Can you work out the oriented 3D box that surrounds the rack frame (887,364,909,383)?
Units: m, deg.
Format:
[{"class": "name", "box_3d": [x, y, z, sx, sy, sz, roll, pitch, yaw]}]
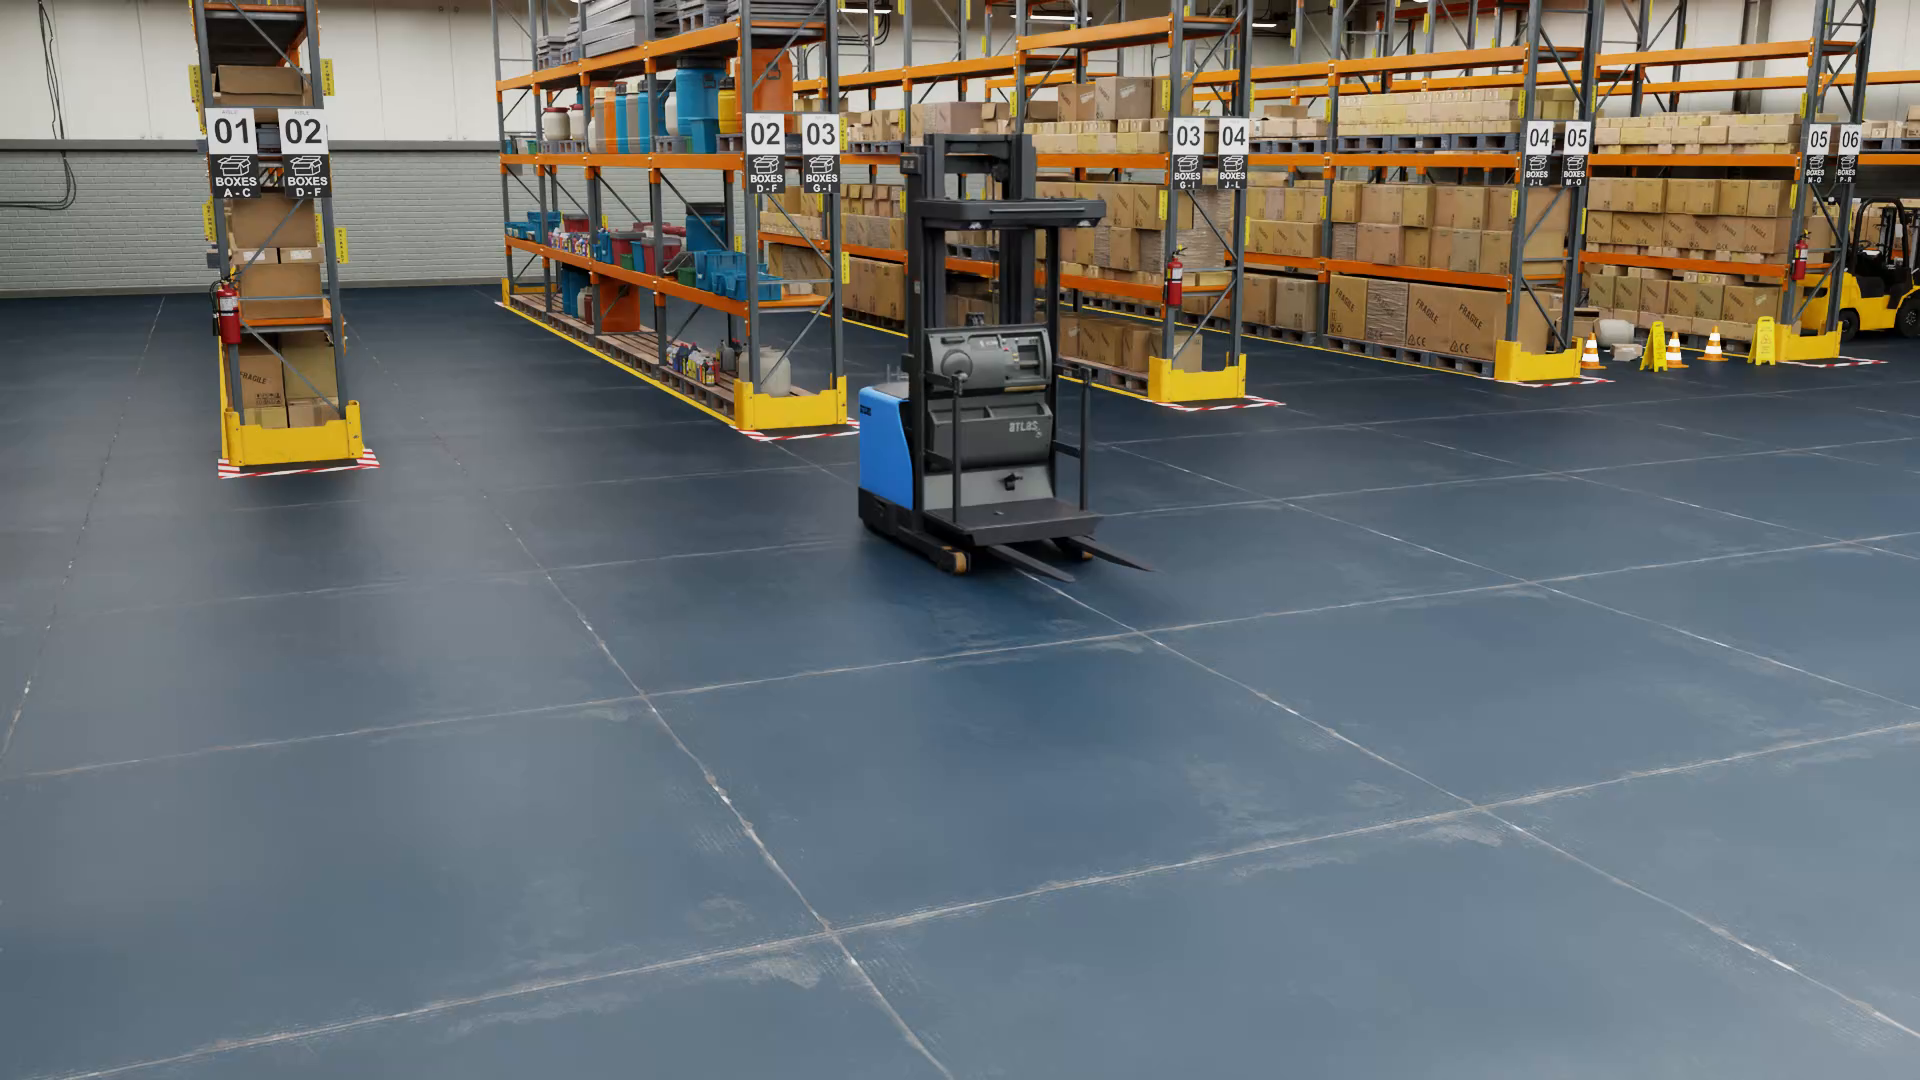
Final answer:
[{"class": "rack frame", "box_3d": [-0.455, -0.799, 13.160, 0.240, 1.200, 0.006, -6, 14, -25]}]

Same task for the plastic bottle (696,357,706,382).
[{"class": "plastic bottle", "box_3d": [-2.986, -1.985, 19.361, 0.152, 0.276, 0.135, -6, 14, -25]}]

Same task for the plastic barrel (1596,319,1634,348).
[{"class": "plastic barrel", "box_3d": [9.686, -3.052, 24.619, 0.512, 0.421, 0.421, 4, 14, 16]}]

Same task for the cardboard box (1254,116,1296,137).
[{"class": "cardboard box", "box_3d": [4.900, -6.389, 25.717, 0.500, 0.311, 0.500, -6, 14, -25]}]

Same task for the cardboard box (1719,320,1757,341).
[{"class": "cardboard box", "box_3d": [11.321, -3.030, 23.977, 0.500, 0.250, 0.500, -6, 14, -23]}]

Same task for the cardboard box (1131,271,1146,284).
[{"class": "cardboard box", "box_3d": [2.270, -3.139, 19.837, 0.380, 0.149, 0.250, -6, 14, -23]}]

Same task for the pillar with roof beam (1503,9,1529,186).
[{"class": "pillar with roof beam", "box_3d": [8.243, -9.705, 34.345, 9.100, 9.000, 0.548, -6, 14, -23]}]

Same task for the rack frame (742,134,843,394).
[{"class": "rack frame", "box_3d": [-1.718, -2.675, 17.276, 1.000, 3.000, 0.127, -6, 14, -23]}]

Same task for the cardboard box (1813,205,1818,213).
[{"class": "cardboard box", "box_3d": [14.901, -5.750, 28.900, 0.380, 0.149, 0.250, -6, 14, -24]}]

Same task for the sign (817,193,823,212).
[{"class": "sign", "box_3d": [-2.494, -6.012, 29.596, 0.100, 0.325, 0.005, -6, 14, -23]}]

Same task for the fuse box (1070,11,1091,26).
[{"class": "fuse box", "box_3d": [2.990, -12.939, 41.223, 0.513, 0.334, 0.176, -6, 14, -23]}]

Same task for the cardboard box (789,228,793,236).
[{"class": "cardboard box", "box_3d": [-3.025, -5.831, 31.468, 0.380, 0.149, 0.250, -5, 14, -22]}]

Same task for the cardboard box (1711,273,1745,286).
[{"class": "cardboard box", "box_3d": [11.132, -3.776, 24.096, 0.380, 0.149, 0.250, -5, 14, -21]}]

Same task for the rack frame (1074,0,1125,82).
[{"class": "rack frame", "box_3d": [2.599, -8.951, 31.089, 1.000, 3.000, 0.127, -6, 14, -23]}]

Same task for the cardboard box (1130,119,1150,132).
[{"class": "cardboard box", "box_3d": [2.217, -4.845, 19.448, 0.380, 0.149, 0.250, -6, 14, -25]}]

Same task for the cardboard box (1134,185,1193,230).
[{"class": "cardboard box", "box_3d": [2.374, -3.894, 19.445, 0.500, 0.500, 0.500, -6, 14, -23]}]

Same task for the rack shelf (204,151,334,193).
[{"class": "rack shelf", "box_3d": [-7.059, -3.753, 16.874, 1.077, 0.370, 4.000, -6, 14, -23]}]

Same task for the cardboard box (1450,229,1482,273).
[{"class": "cardboard box", "box_3d": [6.975, -3.807, 21.833, 0.875, 0.550, 0.550, -6, 14, -23]}]

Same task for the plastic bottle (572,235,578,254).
[{"class": "plastic bottle", "box_3d": [-5.933, -4.552, 25.645, 0.061, 0.283, 0.133, -6, 14, -23]}]

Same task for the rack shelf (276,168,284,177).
[{"class": "rack shelf", "box_3d": [-10.263, -5.405, 24.015, 1.077, 0.370, 4.000, -6, 14, -23]}]

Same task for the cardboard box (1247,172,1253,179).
[{"class": "cardboard box", "box_3d": [6.225, -7.653, 34.907, 0.380, 0.149, 0.250, -6, 14, -24]}]

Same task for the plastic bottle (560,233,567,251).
[{"class": "plastic bottle", "box_3d": [-6.317, -4.772, 26.613, 0.152, 0.276, 0.135, -6, 14, -23]}]

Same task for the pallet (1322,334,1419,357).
[{"class": "pallet", "box_3d": [6.036, -2.853, 24.230, 1.003, 0.211, 1.213, -6, 14, -23]}]

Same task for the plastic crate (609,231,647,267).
[{"class": "plastic crate", "box_3d": [-4.555, -3.998, 22.848, 0.402, 0.464, 0.583, -6, 14, -23]}]

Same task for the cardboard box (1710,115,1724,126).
[{"class": "cardboard box", "box_3d": [11.081, -6.061, 24.040, 0.380, 0.149, 0.250, -6, 14, -25]}]

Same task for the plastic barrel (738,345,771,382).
[{"class": "plastic barrel", "box_3d": [-2.252, -1.900, 18.514, 0.421, 0.512, 0.421, 0, 13, 0]}]

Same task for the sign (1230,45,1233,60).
[{"class": "sign", "box_3d": [5.995, -10.786, 36.767, 0.100, 0.325, 0.005, -6, 14, -23]}]

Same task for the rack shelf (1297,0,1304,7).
[{"class": "rack shelf", "box_3d": [7.895, -10.275, 31.033, 1.077, 0.370, 4.000, -6, 14, -23]}]

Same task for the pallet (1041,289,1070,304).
[{"class": "pallet", "box_3d": [2.297, -4.806, 32.666, 1.003, 0.211, 1.213, -6, 14, -23]}]

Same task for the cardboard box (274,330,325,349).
[{"class": "cardboard box", "box_3d": [-7.081, -2.002, 17.870, 0.500, 0.500, 0.500, -6, 14, -23]}]

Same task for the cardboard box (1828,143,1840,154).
[{"class": "cardboard box", "box_3d": [12.065, -5.454, 23.189, 0.380, 0.149, 0.250, -6, 14, -23]}]

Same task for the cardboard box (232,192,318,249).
[{"class": "cardboard box", "box_3d": [-6.454, -3.018, 15.657, 0.700, 0.500, 0.500, -6, 14, -23]}]

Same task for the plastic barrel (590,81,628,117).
[{"class": "plastic barrel", "box_3d": [-5.147, -6.321, 24.491, 0.600, 0.830, 0.708, -6, 14, -23]}]

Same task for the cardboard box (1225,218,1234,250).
[{"class": "cardboard box", "box_3d": [4.542, -4.925, 26.775, 0.500, 0.500, 0.500, -6, 14, -23]}]

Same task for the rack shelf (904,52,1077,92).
[{"class": "rack shelf", "box_3d": [0.417, -6.739, 24.014, 1.077, 0.370, 4.000, -6, 14, -23]}]

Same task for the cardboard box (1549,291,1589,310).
[{"class": "cardboard box", "box_3d": [10.086, -3.876, 27.363, 0.950, 0.372, 0.625, -5, 14, -22]}]

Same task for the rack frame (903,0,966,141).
[{"class": "rack frame", "box_3d": [-0.384, -7.698, 25.673, 1.000, 3.000, 0.127, -6, 14, -23]}]

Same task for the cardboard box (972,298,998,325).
[{"class": "cardboard box", "box_3d": [0.594, -3.290, 24.500, 0.700, 0.500, 0.500, -7, 15, -28]}]

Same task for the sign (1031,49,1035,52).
[{"class": "sign", "box_3d": [1.513, -10.356, 34.735, 0.100, 0.325, 0.005, -6, 14, -23]}]

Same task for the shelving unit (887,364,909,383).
[{"class": "shelving unit", "box_3d": [-0.416, -0.782, 13.079, 0.258, 1.200, 0.189, -6, 14, -25]}]

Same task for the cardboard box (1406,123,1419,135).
[{"class": "cardboard box", "box_3d": [6.247, -5.548, 22.441, 0.380, 0.149, 0.250, -5, 14, -22]}]

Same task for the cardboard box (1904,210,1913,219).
[{"class": "cardboard box", "box_3d": [15.333, -5.247, 26.727, 0.380, 0.149, 0.250, -6, 14, -24]}]

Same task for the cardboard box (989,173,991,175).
[{"class": "cardboard box", "box_3d": [0.933, -7.419, 34.675, 0.500, 0.500, 0.500, -6, 14, -23]}]

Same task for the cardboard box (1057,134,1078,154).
[{"class": "cardboard box", "box_3d": [1.570, -5.009, 21.038, 0.500, 0.250, 0.500, -6, 14, -25]}]

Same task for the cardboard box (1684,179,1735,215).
[{"class": "cardboard box", "box_3d": [11.002, -4.985, 24.159, 0.700, 0.500, 0.500, -6, 14, -24]}]

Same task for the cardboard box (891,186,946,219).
[{"class": "cardboard box", "box_3d": [-0.662, -5.465, 26.884, 0.797, 0.503, 0.637, -5, 14, -21]}]

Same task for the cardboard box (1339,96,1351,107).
[{"class": "cardboard box", "box_3d": [5.638, -6.251, 23.709, 0.380, 0.149, 0.250, -5, 14, -22]}]

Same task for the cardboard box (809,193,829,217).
[{"class": "cardboard box", "box_3d": [-2.415, -6.110, 30.125, 0.500, 0.500, 0.500, -5, 14, -21]}]

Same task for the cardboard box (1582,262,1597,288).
[{"class": "cardboard box", "box_3d": [12.686, -5.278, 33.137, 0.500, 0.500, 0.500, -6, 14, -24]}]

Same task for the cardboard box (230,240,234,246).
[{"class": "cardboard box", "box_3d": [-7.209, -2.975, 16.912, 0.380, 0.149, 0.250, -6, 14, -24]}]

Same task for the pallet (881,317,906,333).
[{"class": "pallet", "box_3d": [-0.631, -3.586, 27.397, 1.003, 0.211, 1.213, -6, 14, -23]}]

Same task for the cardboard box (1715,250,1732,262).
[{"class": "cardboard box", "box_3d": [11.138, -4.101, 23.993, 0.380, 0.149, 0.250, -5, 14, -22]}]

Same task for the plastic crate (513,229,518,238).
[{"class": "plastic crate", "box_3d": [-8.005, -5.587, 30.308, 0.250, 0.136, 0.298, -6, 14, -23]}]

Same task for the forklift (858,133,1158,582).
[{"class": "forklift", "box_3d": [0.308, -1.296, 11.470, 1.130, 2.935, 3.031, -6, 14, -25]}]

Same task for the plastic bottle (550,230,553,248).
[{"class": "plastic bottle", "box_3d": [-6.715, -4.956, 27.388, 0.061, 0.283, 0.133, -6, 14, -23]}]

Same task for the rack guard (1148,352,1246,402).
[{"class": "rack guard", "box_3d": [2.790, -1.920, 19.558, 1.175, 0.500, 0.348, -6, 14, -23]}]

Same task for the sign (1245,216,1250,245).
[{"class": "sign", "box_3d": [3.318, -3.593, 19.323, 0.100, 0.325, 0.005, -6, 14, -23]}]

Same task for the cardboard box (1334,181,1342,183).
[{"class": "cardboard box", "box_3d": [7.435, -6.709, 32.267, 0.500, 0.500, 0.500, -6, 14, -24]}]

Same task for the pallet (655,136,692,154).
[{"class": "pallet", "box_3d": [-2.941, -4.731, 19.923, 1.213, 0.211, 1.003, -6, 14, -23]}]
